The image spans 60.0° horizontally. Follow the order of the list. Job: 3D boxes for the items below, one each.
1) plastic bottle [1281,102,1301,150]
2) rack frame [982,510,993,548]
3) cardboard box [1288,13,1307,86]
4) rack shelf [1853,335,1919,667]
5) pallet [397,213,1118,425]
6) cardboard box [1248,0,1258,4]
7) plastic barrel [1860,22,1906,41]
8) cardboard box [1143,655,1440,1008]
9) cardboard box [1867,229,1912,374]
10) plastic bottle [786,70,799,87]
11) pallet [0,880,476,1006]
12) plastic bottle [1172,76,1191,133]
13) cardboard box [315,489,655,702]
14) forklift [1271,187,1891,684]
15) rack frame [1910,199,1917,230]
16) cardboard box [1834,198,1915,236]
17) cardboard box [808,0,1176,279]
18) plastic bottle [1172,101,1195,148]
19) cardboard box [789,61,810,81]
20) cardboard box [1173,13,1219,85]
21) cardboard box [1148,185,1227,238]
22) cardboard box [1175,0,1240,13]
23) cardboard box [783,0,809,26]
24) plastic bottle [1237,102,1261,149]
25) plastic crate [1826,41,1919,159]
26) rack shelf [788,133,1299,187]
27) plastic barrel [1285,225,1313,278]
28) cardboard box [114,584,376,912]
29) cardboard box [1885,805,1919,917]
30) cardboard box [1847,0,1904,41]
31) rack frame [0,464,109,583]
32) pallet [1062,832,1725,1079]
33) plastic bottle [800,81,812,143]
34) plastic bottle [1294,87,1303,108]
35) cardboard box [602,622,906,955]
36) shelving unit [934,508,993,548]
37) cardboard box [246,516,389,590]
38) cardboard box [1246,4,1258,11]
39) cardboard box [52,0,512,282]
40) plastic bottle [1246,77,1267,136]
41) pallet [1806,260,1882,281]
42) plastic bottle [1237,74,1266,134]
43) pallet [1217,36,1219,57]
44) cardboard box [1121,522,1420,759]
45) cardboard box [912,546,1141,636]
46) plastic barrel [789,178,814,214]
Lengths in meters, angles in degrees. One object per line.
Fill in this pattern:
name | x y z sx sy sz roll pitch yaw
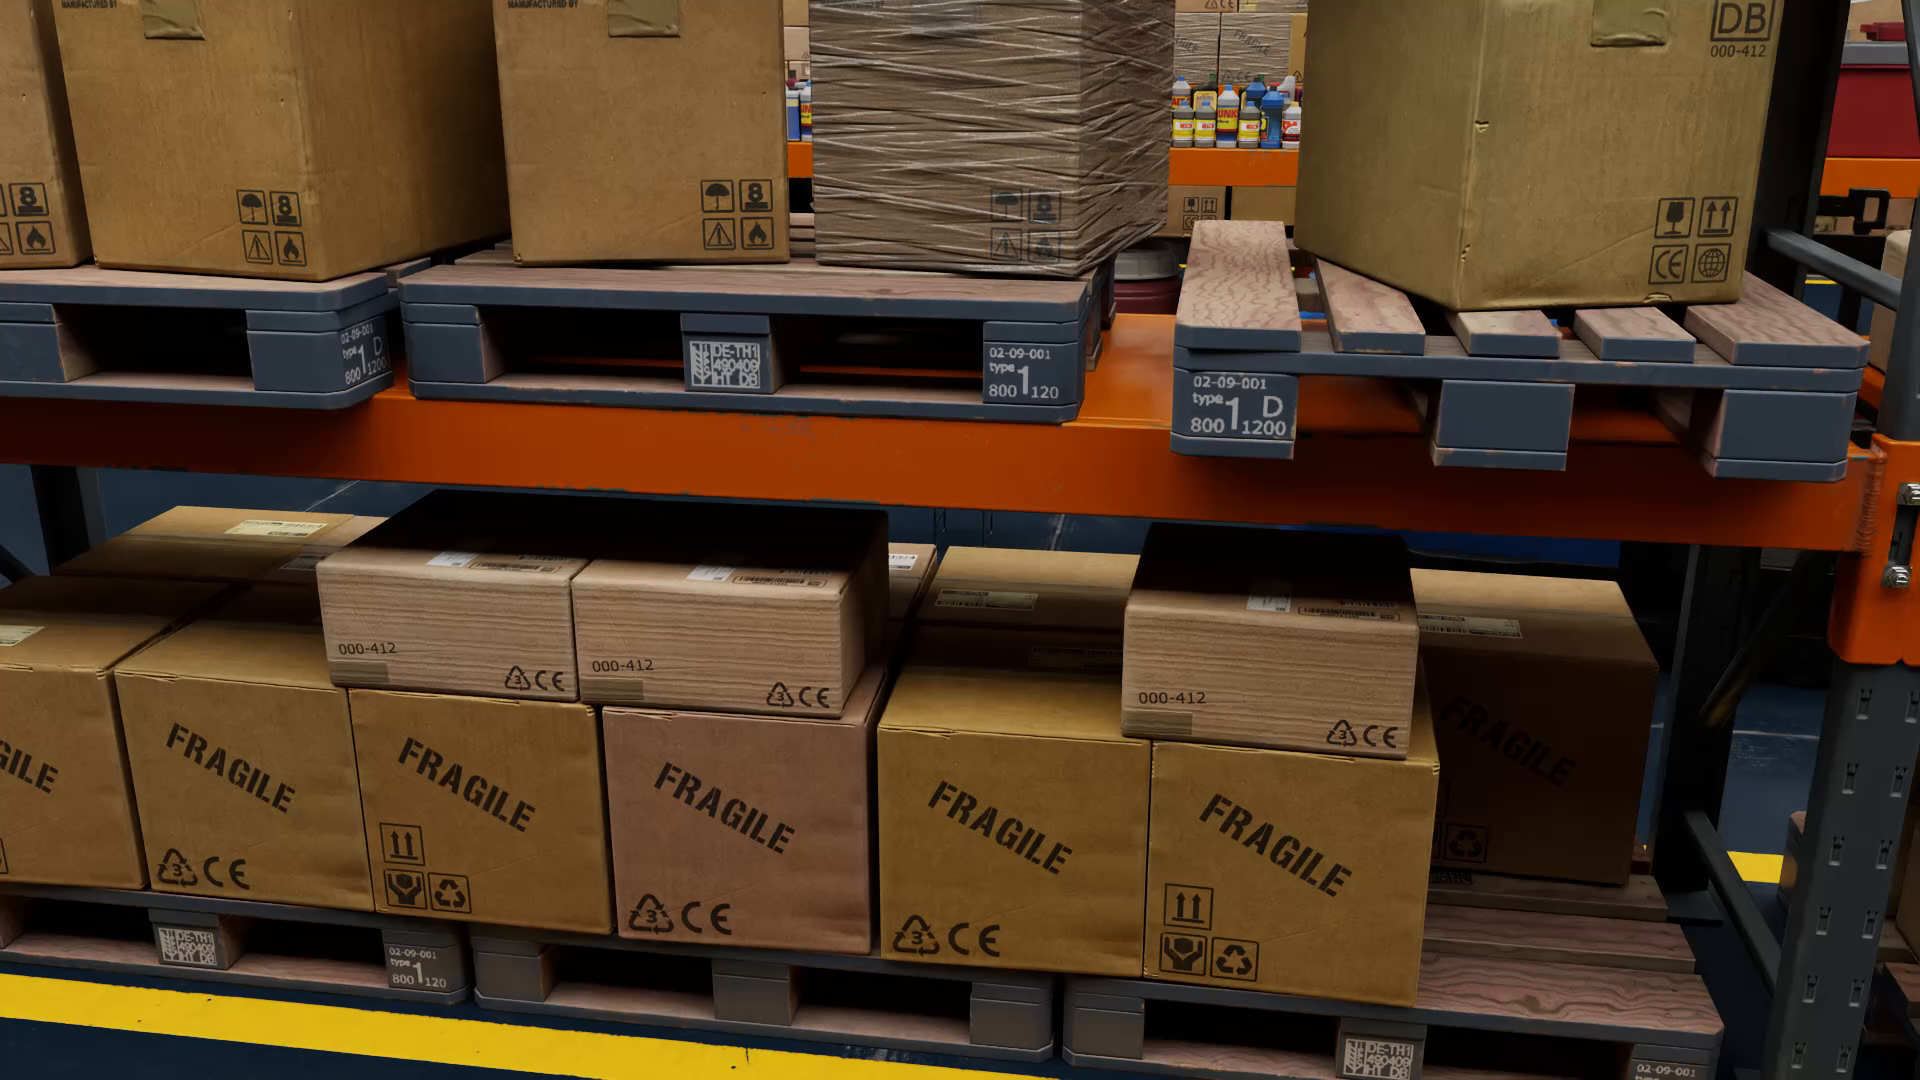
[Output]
plastic bottle | 1.485 -1.846 7.405 0.097 0.201 0.097 0 18 0
rack frame | 0.105 -0.564 6.097 0.006 1.200 0.240 3 19 9
cardboard box | 2.646 -3.572 12.093 0.500 0.500 0.500 4 19 10
rack shelf | 3.573 -0.032 2.805 4.000 0.370 1.077 3 19 9
pallet | -0.323 -0.479 3.310 1.213 0.211 1.003 3 19 9
cardboard box | 2.997 -5.395 16.498 0.250 0.149 0.380 4 19 10
plastic barrel | 4.275 -2.064 7.530 0.433 0.535 0.433 0 18 0
cardboard box | 0.637 0.530 3.239 0.500 0.500 0.500 4 19 11
cardboard box | 1.950 -0.399 2.910 0.500 0.311 0.500 4 19 12
plastic bottle | -0.886 -2.255 8.500 0.133 0.283 0.061 3 19 9
pallet | -1.542 0.677 3.948 1.213 0.211 1.003 3 19 9
plastic bottle | 1.085 -2.143 8.184 0.097 0.271 0.097 0 18 0
cardboard box | -0.925 0.097 3.349 0.500 0.250 0.500 3 19 9
forklift | 2.591 -1.126 5.050 3.031 2.935 1.130 5 19 16
rack frame | 7.122 -3.376 11.665 0.127 3.000 1.000 3 19 9
cardboard box | 6.519 -2.437 12.104 0.500 0.500 0.700 1 19 4
cardboard box | 0.086 -0.822 3.214 0.500 0.500 0.700 7 20 19
plastic bottle | 1.005 -1.870 7.479 0.097 0.201 0.097 0 18 0
cardboard box | -1.129 -3.572 12.647 0.250 0.149 0.380 3 19 9
cardboard box | 1.642 -3.624 12.248 0.500 0.500 0.500 2 19 7
cardboard box | 1.616 -2.857 12.801 0.875 0.875 1.225 3 19 9
cardboard box | 1.811 -4.176 12.317 0.637 0.503 0.797 3 19 10
cardboard box | -1.273 -4.143 12.544 0.500 0.500 0.500 3 19 10
plastic bottle | 1.293 -1.856 7.435 0.097 0.201 0.097 0 18 0
plastic crate | 3.934 -1.878 7.089 0.583 0.464 0.402 3 19 9
rack shelf | 0.413 -1.785 8.044 4.000 0.370 1.077 3 19 9
plastic barrel | 1.902 -1.215 7.964 0.708 0.830 0.600 3 19 9
cardboard box | -1.384 0.426 3.549 0.500 0.500 0.500 3 19 9
cardboard box | 2.156 0.581 3.510 0.500 0.250 0.500 3 19 10
cardboard box | 6.360 -3.943 11.753 1.000 1.000 1.000 3 19 9
rack frame | -2.351 -0.675 3.593 0.127 3.000 1.000 3 19 9
pallet | 0.867 0.799 3.581 1.213 0.211 1.003 3 19 9
plastic bottle | -0.694 -1.990 7.726 0.097 0.271 0.097 0 18 0
plastic bottle | 1.694 -2.124 8.107 0.133 0.283 0.061 3 19 9
cardboard box | -0.393 0.479 3.390 0.500 0.500 0.500 2 19 7
shelving unit | 0.014 -0.568 6.111 0.189 1.200 0.258 3 19 9
cardboard box | -1.332 0.264 4.032 0.500 0.500 0.500 3 19 9
cardboard box | 2.975 -5.254 16.545 0.250 0.149 0.380 3 19 10
cardboard box | -1.230 -0.813 3.186 0.500 0.500 0.700 6 19 17
plastic bottle | 1.435 -2.106 8.073 0.097 0.271 0.097 0 18 0
pallet | 6.353 -2.092 12.223 1.213 0.211 1.003 3 19 9
plastic bottle | 1.429 -2.137 8.147 0.133 0.283 0.061 3 19 9
pallet | 2.098 -5.122 17.185 1.213 0.211 1.003 3 19 9
cardboard box | 0.581 0.172 3.125 0.500 0.250 0.500 4 19 11
cardboard box | 0.182 0.339 3.808 0.500 0.500 0.500 3 19 8
plastic barrel | -1.028 -1.398 8.399 0.708 0.901 0.600 3 19 9
